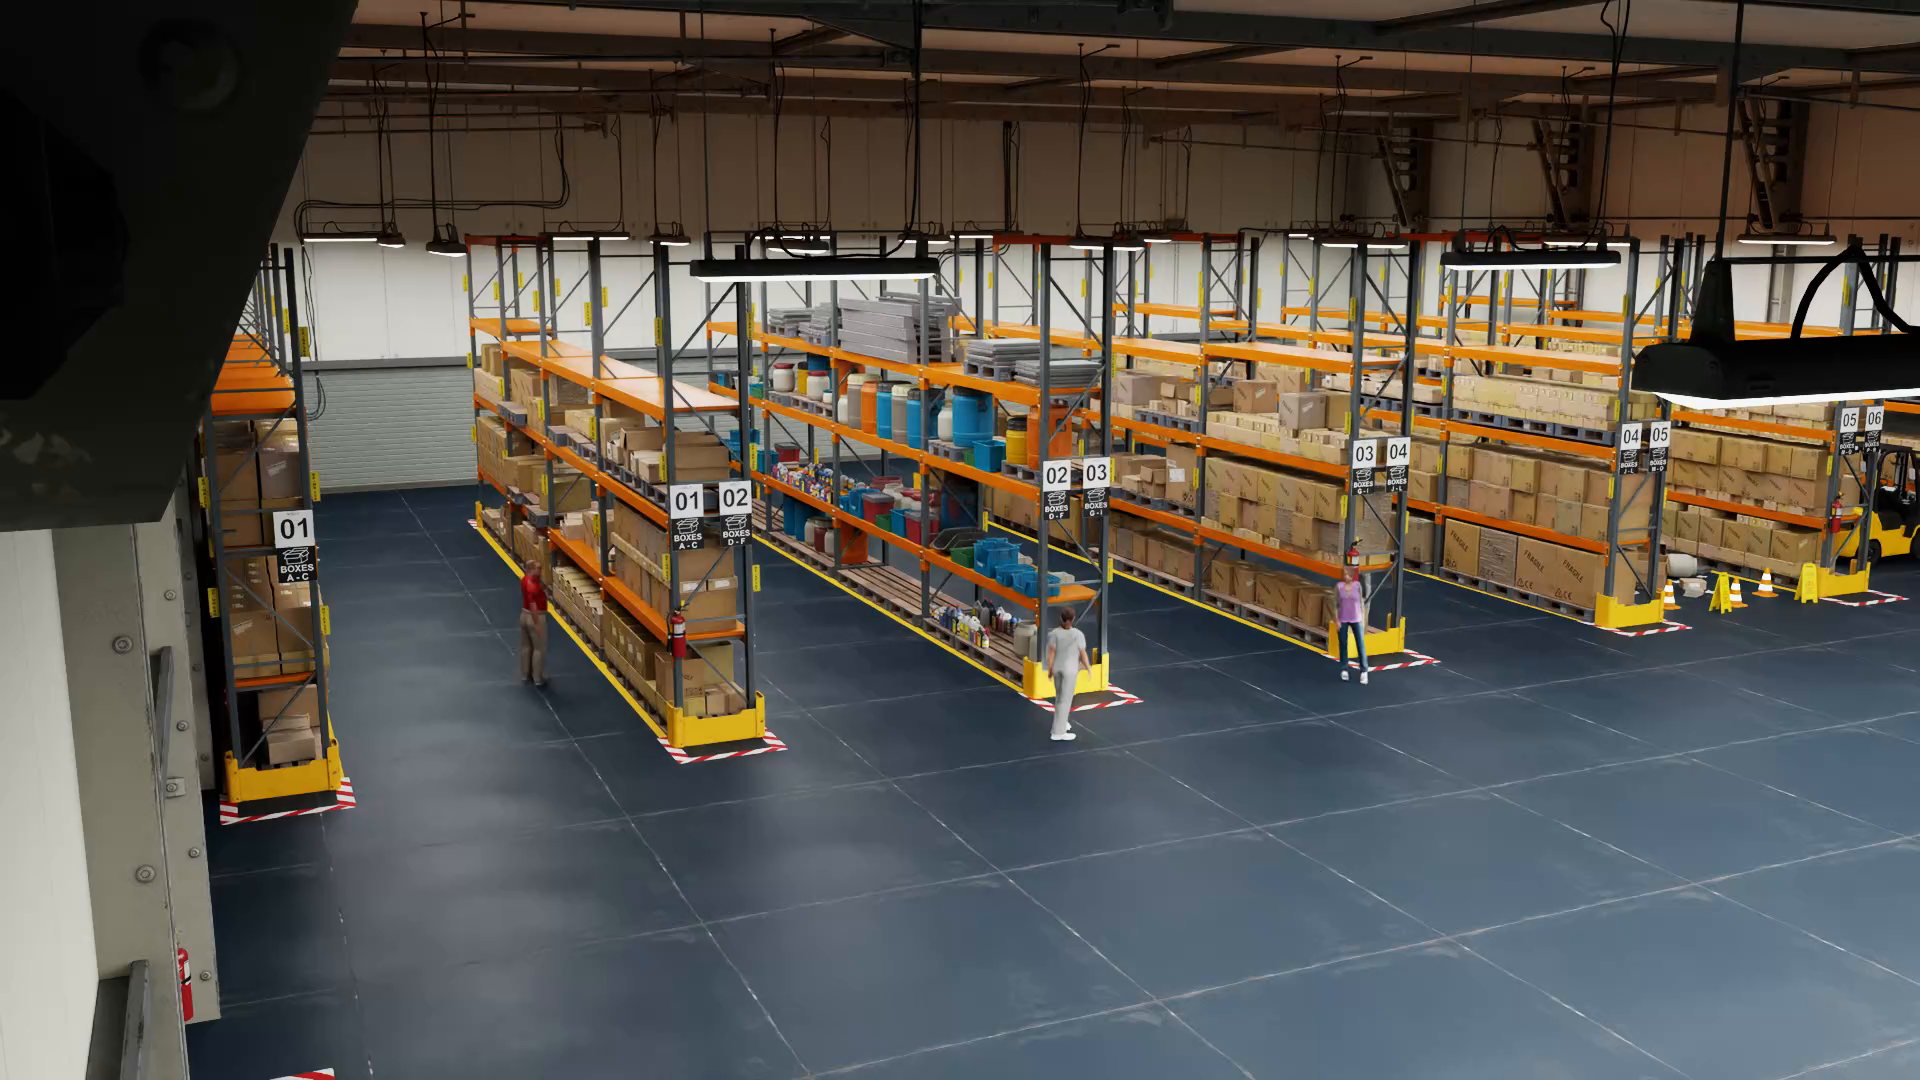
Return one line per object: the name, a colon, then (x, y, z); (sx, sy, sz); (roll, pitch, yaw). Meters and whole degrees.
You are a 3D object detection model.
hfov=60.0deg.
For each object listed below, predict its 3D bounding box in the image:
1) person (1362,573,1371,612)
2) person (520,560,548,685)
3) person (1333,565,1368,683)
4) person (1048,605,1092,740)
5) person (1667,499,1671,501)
person: (6.515, 0.316, 27.053); (0.507, 1.690, 0.367); (5, 12, 26)
person: (-5.842, 1.114, 22.820); (0.377, 1.738, 0.582); (-10, 15, -41)
person: (5.418, 1.148, 23.024); (0.514, 1.609, 0.378); (2, 11, 12)
person: (1.348, 1.618, 20.463); (0.515, 1.661, 0.570); (10, 15, 41)
person: (15.160, -1.300, 35.223); (0.424, 1.817, 0.576); (2, 11, 12)
